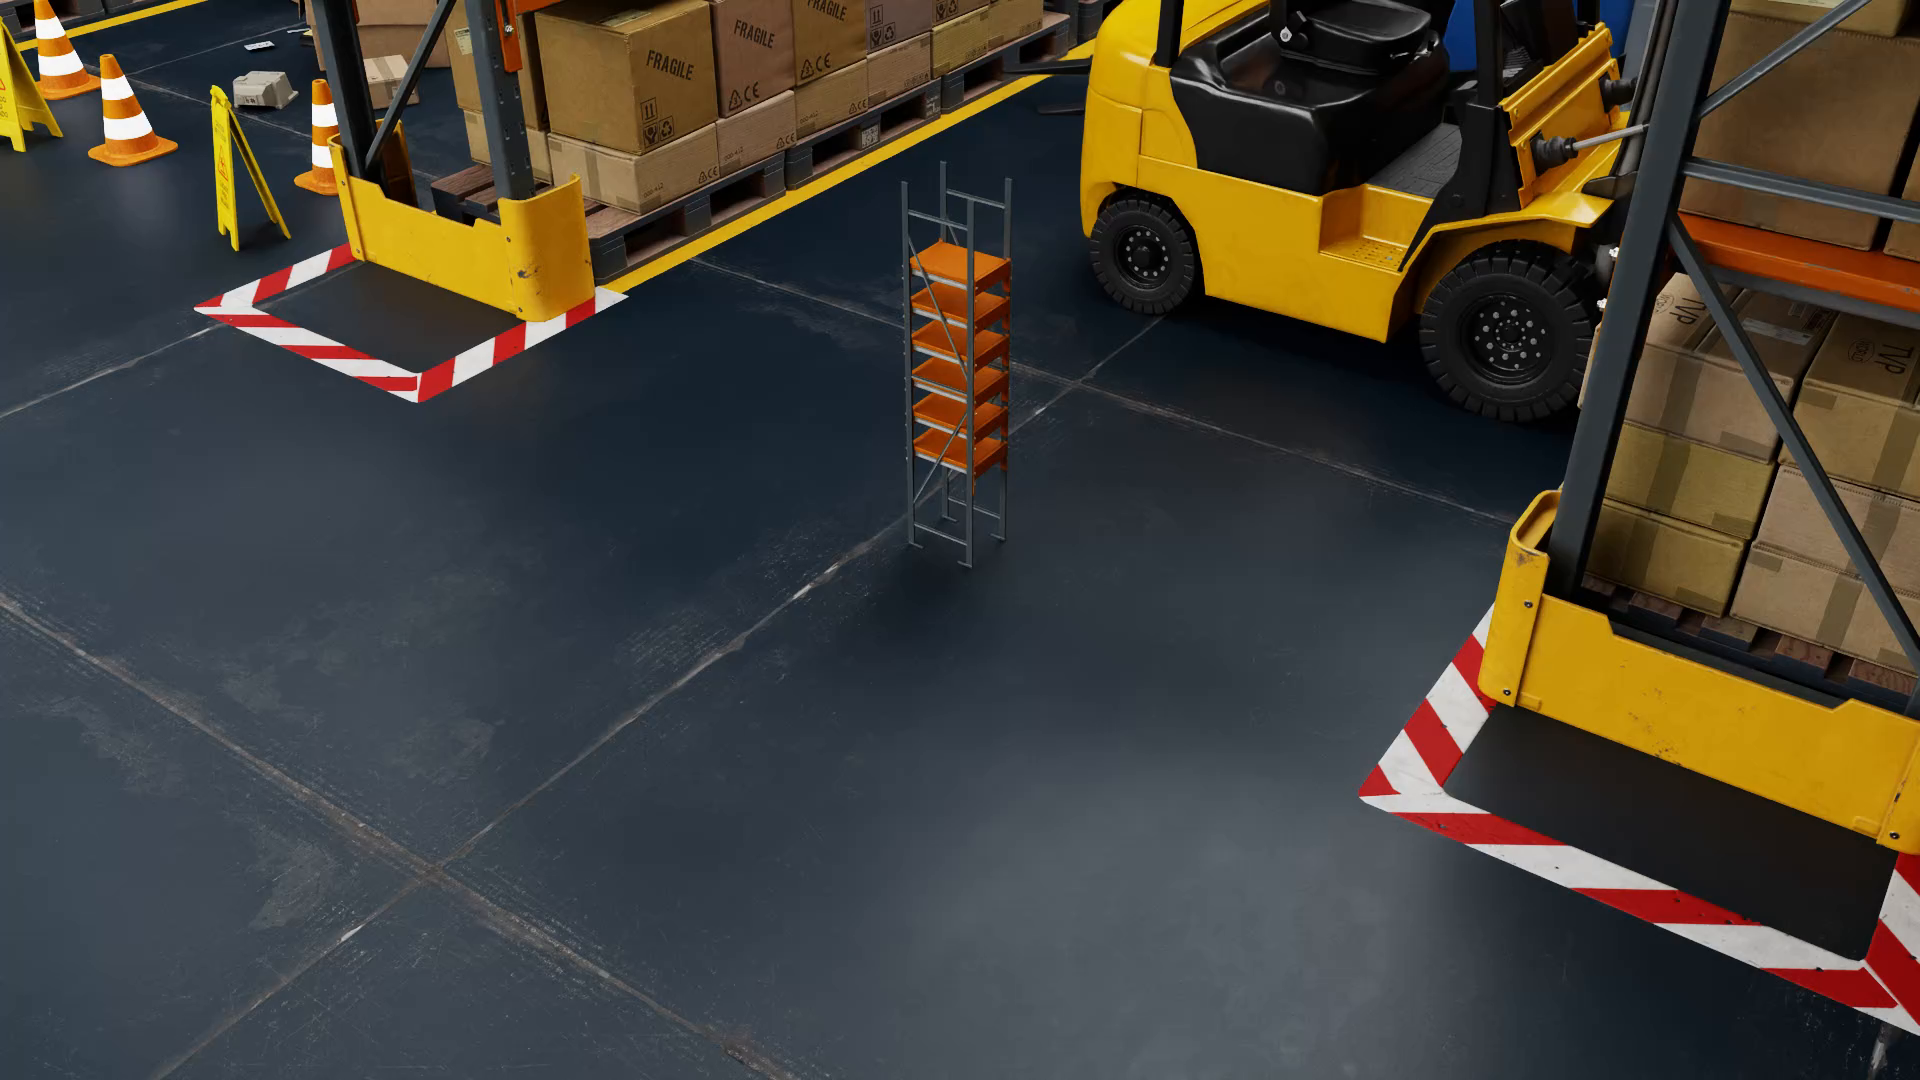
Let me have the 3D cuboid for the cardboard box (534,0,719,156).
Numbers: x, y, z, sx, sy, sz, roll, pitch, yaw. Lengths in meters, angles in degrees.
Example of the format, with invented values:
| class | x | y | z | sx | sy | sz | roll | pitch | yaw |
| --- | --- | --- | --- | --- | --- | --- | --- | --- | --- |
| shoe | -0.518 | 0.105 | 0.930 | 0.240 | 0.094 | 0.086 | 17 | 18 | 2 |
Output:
| class | x | y | z | sx | sy | sz | roll | pitch | yaw |
| --- | --- | --- | --- | --- | --- | --- | --- | --- | --- |
| cardboard box | -1.367 | -1.950 | 6.867 | 0.500 | 0.500 | 0.500 | 20 | 39 | 27 |

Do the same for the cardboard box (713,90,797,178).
| class | x | y | z | sx | sy | sz | roll | pitch | yaw |
| --- | --- | --- | --- | --- | --- | --- | --- | --- | --- |
| cardboard box | -1.082 | -1.861 | 7.404 | 0.500 | 0.250 | 0.500 | 23 | 40 | 30 |

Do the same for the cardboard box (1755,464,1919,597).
| class | x | y | z | sx | sy | sz | roll | pitch | yaw |
| --- | --- | --- | --- | --- | --- | --- | --- | --- | --- |
| cardboard box | 2.452 | -0.119 | 4.382 | 0.500 | 0.250 | 0.500 | 22 | 40 | 29 |

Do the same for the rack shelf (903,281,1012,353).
| class | x | y | z | sx | sy | sz | roll | pitch | yaw |
| --- | --- | --- | --- | --- | --- | --- | --- | --- | --- |
| rack shelf | -0.008 | -0.652 | 4.794 | 0.258 | 0.103 | 0.180 | 21 | 39 | 28 |

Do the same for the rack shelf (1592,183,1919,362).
| class | x | y | z | sx | sy | sz | roll | pitch | yaw |
| --- | --- | --- | --- | --- | --- | --- | --- | --- | --- |
| rack shelf | 3.153 | -1.349 | 5.210 | 1.077 | 0.370 | 4.000 | 21 | 39 | 28 |

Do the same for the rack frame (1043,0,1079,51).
| class | x | y | z | sx | sy | sz | roll | pitch | yaw |
| --- | --- | --- | --- | --- | --- | --- | --- | --- | --- |
| rack frame | 0.214 | -4.152 | 8.711 | 1.000 | 3.000 | 0.127 | 21 | 39 | 28 |

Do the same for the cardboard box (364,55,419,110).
| class | x | y | z | sx | sy | sz | roll | pitch | yaw |
| --- | --- | --- | --- | --- | --- | --- | --- | --- | --- |
| cardboard box | -2.979 | -2.378 | 8.633 | 0.250 | 0.149 | 0.380 | -15 | 37 | -21 |

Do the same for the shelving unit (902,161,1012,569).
| class | x | y | z | sx | sy | sz | roll | pitch | yaw |
| --- | --- | --- | --- | --- | --- | --- | --- | --- | --- |
| shelving unit | -0.008 | -0.490 | 4.904 | 0.258 | 1.200 | 0.189 | 21 | 39 | 28 |

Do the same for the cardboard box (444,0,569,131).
| class | x | y | z | sx | sy | sz | roll | pitch | yaw |
| --- | --- | --- | --- | --- | --- | --- | --- | --- | --- |
| cardboard box | -1.824 | -2.108 | 7.100 | 0.500 | 0.500 | 0.500 | 22 | 40 | 28 |

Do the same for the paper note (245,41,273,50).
| class | x | y | z | sx | sy | sz | roll | pitch | yaw |
| --- | --- | --- | --- | --- | --- | --- | --- | --- | --- |
| paper note | -3.926 | -2.775 | 9.327 | 0.142 | 0.017 | 0.144 | -22 | 40 | -29 |

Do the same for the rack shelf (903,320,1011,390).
| class | x | y | z | sx | sy | sz | roll | pitch | yaw |
| --- | --- | --- | --- | --- | --- | --- | --- | --- | --- |
| rack shelf | -0.008 | -0.553 | 4.862 | 0.258 | 0.103 | 0.180 | 21 | 39 | 28 |

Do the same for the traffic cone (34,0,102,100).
| class | x | y | z | sx | sy | sz | roll | pitch | yaw |
| --- | --- | --- | --- | --- | --- | --- | --- | --- | --- |
| traffic cone | -4.722 | -2.585 | 8.660 | 0.336 | 0.463 | 0.334 | 21 | 39 | 28 |

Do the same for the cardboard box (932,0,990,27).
| class | x | y | z | sx | sy | sz | roll | pitch | yaw |
| --- | --- | --- | --- | --- | --- | --- | --- | --- | --- |
| cardboard box | -0.191 | -2.904 | 8.277 | 0.500 | 0.500 | 0.500 | 22 | 40 | 29 |

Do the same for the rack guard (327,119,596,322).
| class | x | y | z | sx | sy | sz | roll | pitch | yaw |
| --- | --- | --- | --- | --- | --- | --- | --- | --- | --- |
| rack guard | -2.023 | -1.310 | 6.741 | 1.175 | 0.500 | 0.348 | 21 | 39 | 28 |

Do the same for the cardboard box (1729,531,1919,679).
| class | x | y | z | sx | sy | sz | roll | pitch | yaw |
| --- | --- | --- | --- | --- | --- | --- | --- | --- | --- |
| cardboard box | 2.454 | 0.075 | 4.542 | 0.500 | 0.250 | 0.500 | 21 | 40 | 28 |

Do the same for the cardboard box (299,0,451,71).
| class | x | y | z | sx | sy | sz | roll | pitch | yaw |
| --- | --- | --- | --- | --- | --- | --- | --- | --- | --- |
| cardboard box | -3.145 | -2.894 | 9.080 | 0.797 | 0.503 | 0.637 | -3 | 34 | -4 |

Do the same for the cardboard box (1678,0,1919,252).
| class | x | y | z | sx | sy | sz | roll | pitch | yaw |
| --- | --- | --- | --- | --- | --- | --- | --- | --- | --- |
| cardboard box | 2.078 | -1.079 | 4.078 | 0.500 | 0.500 | 0.500 | 20 | 39 | 27 |

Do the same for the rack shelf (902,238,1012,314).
| class | x | y | z | sx | sy | sz | roll | pitch | yaw |
| --- | --- | --- | --- | --- | --- | --- | --- | --- | --- |
| rack shelf | -0.008 | -0.752 | 4.727 | 0.258 | 0.103 | 0.180 | 21 | 39 | 28 |

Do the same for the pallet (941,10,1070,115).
| class | x | y | z | sx | sy | sz | roll | pitch | yaw |
| --- | --- | --- | --- | --- | --- | --- | --- | --- | --- |
| pallet | -0.140 | -2.676 | 9.019 | 1.003 | 0.211 | 1.213 | 21 | 39 | 28 |

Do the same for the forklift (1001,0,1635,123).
| class | x | y | z | sx | sy | sz | roll | pitch | yaw |
| --- | --- | --- | --- | --- | --- | --- | --- | --- | --- |
| forklift | 1.752 | -3.430 | 7.706 | 3.031 | 2.935 | 1.130 | -8 | 35 | -12 |

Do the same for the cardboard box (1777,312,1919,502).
| class | x | y | z | sx | sy | sz | roll | pitch | yaw |
| --- | --- | --- | --- | --- | --- | --- | --- | --- | --- |
| cardboard box | 2.443 | -0.337 | 4.257 | 0.500 | 0.250 | 0.500 | 21 | 39 | 28 |

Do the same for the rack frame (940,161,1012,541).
| class | x | y | z | sx | sy | sz | roll | pitch | yaw |
| --- | --- | --- | --- | --- | --- | --- | --- | --- | --- |
| rack frame | 0.044 | -0.532 | 4.966 | 0.240 | 1.200 | 0.006 | 21 | 39 | 28 |

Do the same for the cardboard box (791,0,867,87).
| class | x | y | z | sx | sy | sz | roll | pitch | yaw |
| --- | --- | --- | --- | --- | --- | --- | --- | --- | --- |
| cardboard box | -0.779 | -2.421 | 7.562 | 0.500 | 0.500 | 0.500 | 22 | 40 | 29 |

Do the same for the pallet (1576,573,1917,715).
| class | x | y | z | sx | sy | sz | roll | pitch | yaw |
| --- | --- | --- | --- | --- | --- | --- | --- | --- | --- |
| pallet | 2.415 | 0.063 | 4.969 | 1.003 | 0.211 | 1.213 | 21 | 39 | 28 |

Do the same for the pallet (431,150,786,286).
| class | x | y | z | sx | sy | sz | roll | pitch | yaw |
| --- | --- | --- | --- | --- | --- | --- | --- | --- | --- |
| pallet | -1.531 | -1.553 | 7.358 | 1.003 | 0.211 | 1.213 | 21 | 39 | 28 |

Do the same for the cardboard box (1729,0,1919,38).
| class | x | y | z | sx | sy | sz | roll | pitch | yaw |
| --- | --- | --- | --- | --- | --- | --- | --- | --- | --- |
| cardboard box | 1.981 | -1.286 | 3.806 | 0.380 | 0.149 | 0.250 | 22 | 40 | 29 |

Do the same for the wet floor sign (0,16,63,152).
| class | x | y | z | sx | sy | sz | roll | pitch | yaw |
| --- | --- | --- | --- | --- | --- | --- | --- | --- | --- |
| wet floor sign | -4.581 | -2.224 | 7.963 | 0.267 | 0.644 | 0.232 | 14 | 37 | 20 |

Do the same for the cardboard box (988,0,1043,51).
| class | x | y | z | sx | sy | sz | roll | pitch | yaw |
| --- | --- | --- | --- | --- | --- | --- | --- | --- | --- |
| cardboard box | 0.098 | -2.829 | 8.835 | 0.500 | 0.250 | 0.500 | 23 | 40 | 30 |

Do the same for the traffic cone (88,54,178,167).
| class | x | y | z | sx | sy | sz | roll | pitch | yaw |
| --- | --- | --- | --- | --- | --- | --- | --- | --- | --- |
| traffic cone | -3.987 | -2.068 | 7.895 | 0.336 | 0.463 | 0.334 | 21 | 39 | 28 |

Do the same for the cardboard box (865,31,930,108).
| class | x | y | z | sx | sy | sz | roll | pitch | yaw |
| --- | --- | --- | --- | --- | --- | --- | --- | --- | --- |
| cardboard box | -0.491 | -2.348 | 8.124 | 0.500 | 0.250 | 0.500 | 22 | 40 | 29 |

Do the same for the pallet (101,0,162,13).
| class | x | y | z | sx | sy | sz | roll | pitch | yaw |
| --- | --- | --- | --- | --- | --- | --- | --- | --- | --- |
| pallet | -5.103 | -3.642 | 10.447 | 1.003 | 0.211 | 1.213 | 21 | 39 | 28 |
